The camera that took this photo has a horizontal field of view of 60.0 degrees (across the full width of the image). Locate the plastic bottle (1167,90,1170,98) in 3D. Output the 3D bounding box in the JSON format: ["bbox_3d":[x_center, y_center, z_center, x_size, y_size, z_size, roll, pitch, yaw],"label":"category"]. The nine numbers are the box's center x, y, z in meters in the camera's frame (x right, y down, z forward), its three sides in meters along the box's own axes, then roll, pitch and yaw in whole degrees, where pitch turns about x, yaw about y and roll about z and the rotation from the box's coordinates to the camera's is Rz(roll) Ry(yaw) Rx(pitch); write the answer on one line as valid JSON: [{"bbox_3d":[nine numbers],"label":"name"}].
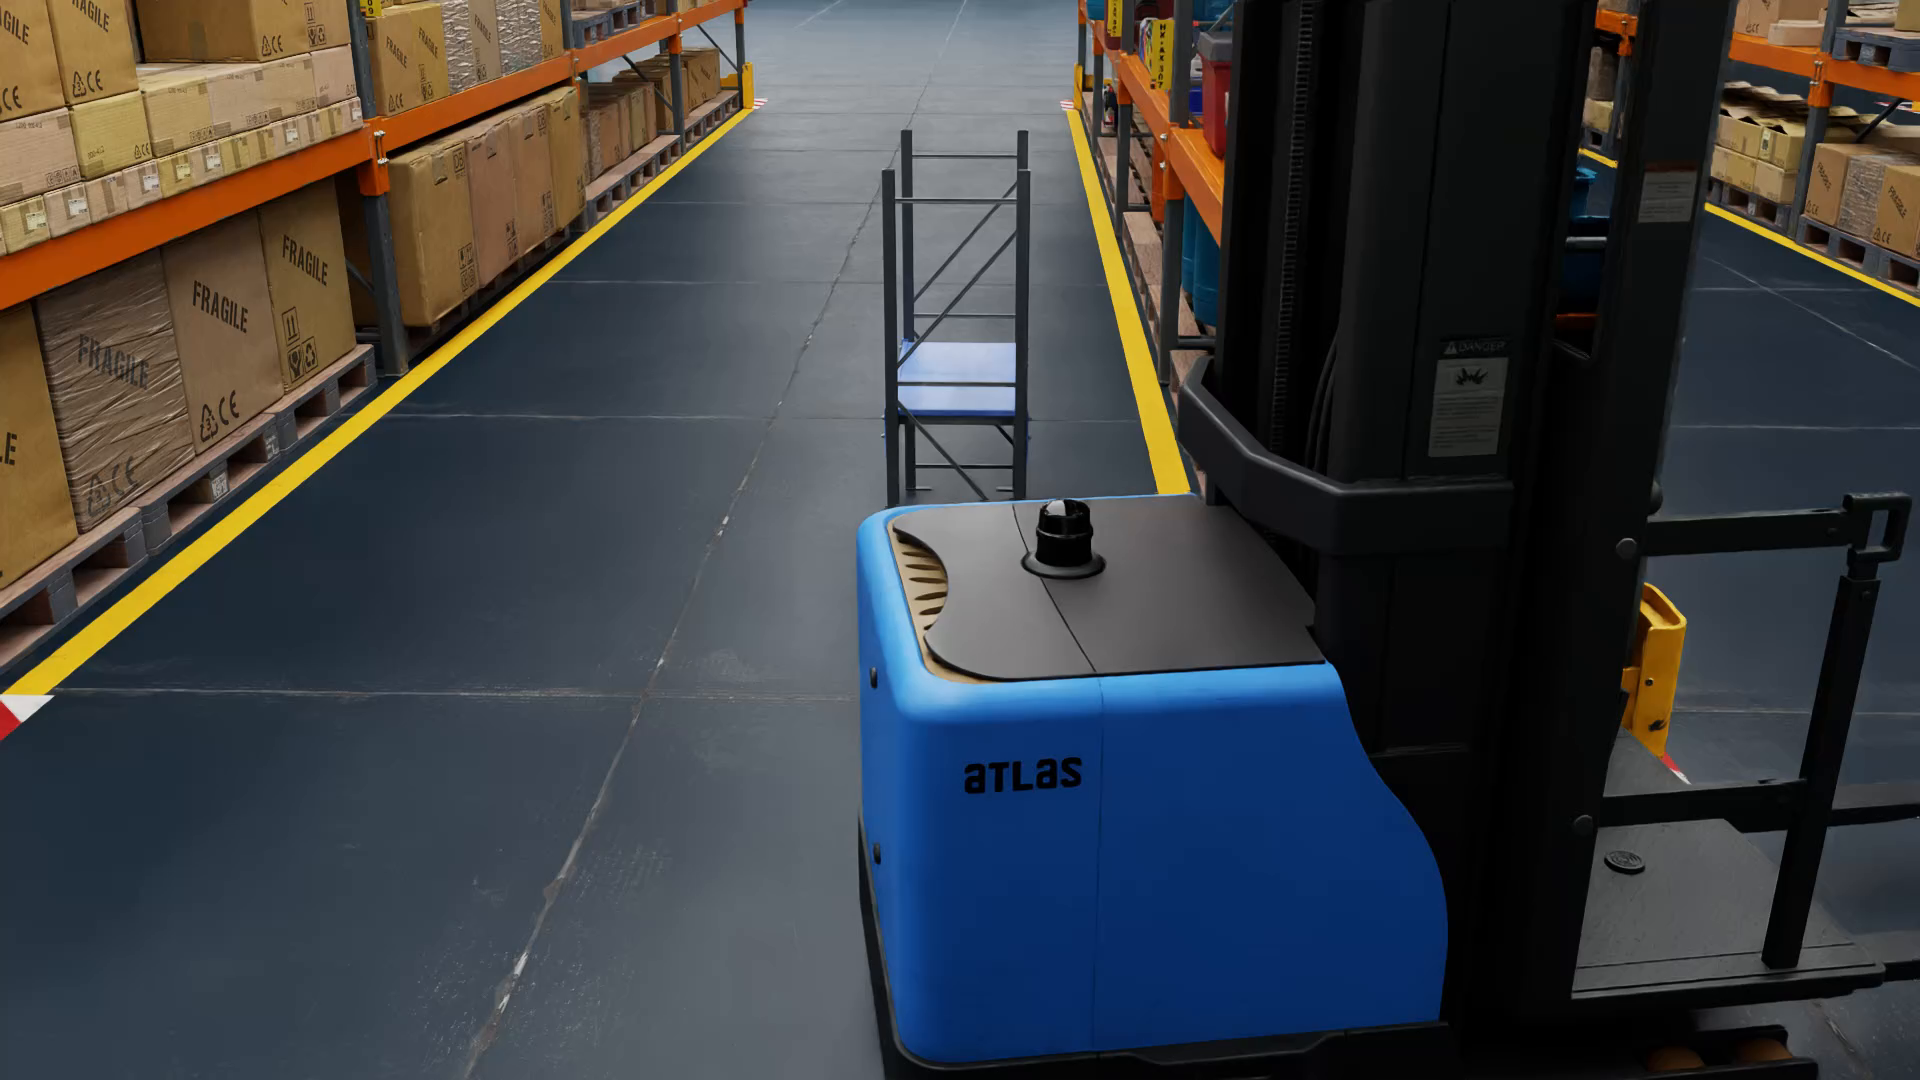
[{"bbox_3d":[1.244,-2.618,9.300,0.152,0.276,0.135,1,21,2],"label":"plastic bottle"}]

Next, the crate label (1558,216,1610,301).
[{"bbox_3d":[1.744,-0.804,4.604,0.416,0.233,0.303,1,21,2],"label":"crate label"}]

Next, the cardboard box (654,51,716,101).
[{"bbox_3d":[-3.076,-5.197,18.650,0.500,0.500,0.500,6,22,16],"label":"cardboard box"}]

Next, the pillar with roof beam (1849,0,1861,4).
[{"bbox_3d":[8.519,-11.196,22.943,9.100,9.000,0.400,1,21,2],"label":"pillar with roof beam"}]

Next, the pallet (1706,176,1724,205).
[{"bbox_3d":[6.706,-3.043,14.079,1.003,0.211,1.213,1,21,2],"label":"pallet"}]

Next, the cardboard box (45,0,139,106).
[{"bbox_3d":[-3.234,-1.780,5.730,0.500,0.500,0.500,0,21,0],"label":"cardboard box"}]

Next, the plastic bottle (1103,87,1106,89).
[{"bbox_3d":[1.508,-4.601,17.405,0.097,0.271,0.097,0,21,0],"label":"plastic bottle"}]

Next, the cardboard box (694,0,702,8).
[{"bbox_3d":[-2.824,-5.481,16.855,0.380,0.149,0.250,1,21,2],"label":"cardboard box"}]

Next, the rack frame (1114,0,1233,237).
[{"bbox_3d":[1.651,-3.661,11.818,1.000,3.000,0.127,1,21,2],"label":"rack frame"}]

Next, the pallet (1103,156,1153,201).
[{"bbox_3d":[1.753,-3.081,14.177,1.003,0.211,1.213,1,21,2],"label":"pallet"}]

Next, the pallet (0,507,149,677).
[{"bbox_3d":[-3.597,0.187,5.756,1.003,0.211,1.213,1,21,2],"label":"pallet"}]

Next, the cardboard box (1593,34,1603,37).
[{"bbox_3d":[6.591,-5.208,17.989,0.500,0.500,0.500,1,21,2],"label":"cardboard box"}]

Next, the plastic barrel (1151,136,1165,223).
[{"bbox_3d":[1.653,-2.668,11.678,0.600,0.830,0.708,1,21,2],"label":"plastic barrel"}]

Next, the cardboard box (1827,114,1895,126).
[{"bbox_3d":[6.919,-3.157,12.964,0.500,0.311,0.500,0,21,0],"label":"cardboard box"}]

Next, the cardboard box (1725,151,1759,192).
[{"bbox_3d":[6.386,-2.899,13.073,0.500,0.250,0.500,0,21,1],"label":"cardboard box"}]

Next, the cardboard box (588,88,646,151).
[{"bbox_3d":[-3.252,-3.808,15.043,0.700,0.500,0.500,1,21,1],"label":"cardboard box"}]

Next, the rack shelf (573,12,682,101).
[{"bbox_3d":[-3.239,-4.103,13.952,1.077,0.370,4.000,1,21,2],"label":"rack shelf"}]

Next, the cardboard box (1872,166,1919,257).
[{"bbox_3d":[6.272,-2.113,10.675,0.500,0.500,0.500,0,21,1],"label":"cardboard box"}]

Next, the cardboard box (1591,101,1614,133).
[{"bbox_3d":[6.519,-4.136,16.261,0.500,0.250,0.500,1,21,2],"label":"cardboard box"}]

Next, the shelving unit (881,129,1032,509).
[{"bbox_3d":[0.003,-0.730,6.337,0.538,1.500,1.048,1,21,2],"label":"shelving unit"}]

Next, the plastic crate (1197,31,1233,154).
[{"bbox_3d":[1.251,-1.953,7.243,0.402,0.464,0.583,1,21,2],"label":"plastic crate"}]

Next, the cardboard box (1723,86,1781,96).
[{"bbox_3d":[6.988,-3.889,14.851,0.500,0.311,0.500,1,21,3],"label":"cardboard box"}]

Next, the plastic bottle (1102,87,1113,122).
[{"bbox_3d":[1.510,-4.383,16.732,0.144,0.351,0.185,0,21,-1],"label":"plastic bottle"}]

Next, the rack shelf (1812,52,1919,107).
[{"bbox_3d":[6.541,-2.547,9.941,1.077,0.370,4.000,1,21,2],"label":"rack shelf"}]

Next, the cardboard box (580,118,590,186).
[{"bbox_3d":[-3.299,-2.998,12.956,0.700,0.500,0.500,0,21,-1],"label":"cardboard box"}]

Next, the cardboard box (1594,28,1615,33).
[{"bbox_3d":[7.126,-5.564,18.907,0.500,0.500,0.500,1,21,2],"label":"cardboard box"}]

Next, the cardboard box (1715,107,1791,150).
[{"bbox_3d":[6.399,-3.343,13.444,0.500,0.311,0.500,0,21,1],"label":"cardboard box"}]

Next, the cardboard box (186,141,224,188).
[{"bbox_3d":[-3.151,-1.482,6.549,0.380,0.149,0.250,1,21,3],"label":"cardboard box"}]

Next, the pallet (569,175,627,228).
[{"bbox_3d":[-3.275,-2.698,13.191,1.003,0.211,1.213,1,21,2],"label":"pallet"}]

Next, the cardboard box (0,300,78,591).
[{"bbox_3d":[-3.604,-0.261,5.411,0.875,0.875,0.875,1,21,2],"label":"cardboard box"}]

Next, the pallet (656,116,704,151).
[{"bbox_3d":[-3.193,-4.105,16.817,1.003,0.211,1.213,1,21,2],"label":"pallet"}]

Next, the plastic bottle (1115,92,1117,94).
[{"bbox_3d":[1.635,-4.526,17.194,0.061,0.283,0.133,1,21,2],"label":"plastic bottle"}]

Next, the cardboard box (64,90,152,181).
[{"bbox_3d":[-3.231,-1.432,5.869,0.500,0.250,0.500,0,21,0],"label":"cardboard box"}]

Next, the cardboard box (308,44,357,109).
[{"bbox_3d":[-3.173,-2.176,7.786,0.500,0.250,0.500,0,21,1],"label":"cardboard box"}]

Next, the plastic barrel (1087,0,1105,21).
[{"bbox_3d":[1.458,-5.205,15.103,0.600,0.901,0.708,1,21,2],"label":"plastic barrel"}]

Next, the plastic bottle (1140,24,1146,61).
[{"bbox_3d":[1.284,-3.407,11.340,0.097,0.271,0.097,0,21,0],"label":"plastic bottle"}]

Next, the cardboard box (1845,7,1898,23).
[{"bbox_3d":[6.656,-3.695,12.028,0.500,0.311,0.500,2,21,5],"label":"cardboard box"}]

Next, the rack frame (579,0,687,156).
[{"bbox_3d":[-3.178,-5.162,15.686,1.000,3.000,0.127,1,21,2],"label":"rack frame"}]

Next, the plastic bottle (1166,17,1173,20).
[{"bbox_3d":[1.467,-3.449,11.442,0.152,0.276,0.135,1,21,2],"label":"plastic bottle"}]

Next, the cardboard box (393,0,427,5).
[{"bbox_3d":[-3.378,-3.263,9.266,0.797,0.503,0.637,1,21,2],"label":"cardboard box"}]

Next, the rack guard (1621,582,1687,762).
[{"bbox_3d":[1.420,0.405,4.793,1.175,0.500,0.348,1,21,2],"label":"rack guard"}]

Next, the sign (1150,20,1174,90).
[{"bbox_3d":[0.979,-2.351,8.058,0.100,0.325,0.005,1,21,2],"label":"sign"}]

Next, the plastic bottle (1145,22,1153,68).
[{"bbox_3d":[1.251,-3.239,10.890,0.061,0.283,0.133,1,21,2],"label":"plastic bottle"}]

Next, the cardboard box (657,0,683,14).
[{"bbox_3d":[-2.871,-5.119,15.923,0.380,0.149,0.250,1,21,2],"label":"cardboard box"}]

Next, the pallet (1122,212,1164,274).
[{"bbox_3d":[1.668,-2.076,11.587,1.003,0.211,1.213,1,21,2],"label":"pallet"}]

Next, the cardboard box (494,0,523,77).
[{"bbox_3d":[-3.101,-3.213,10.525,0.500,0.500,0.500,0,21,0],"label":"cardboard box"}]

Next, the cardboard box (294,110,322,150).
[{"bbox_3d":[-3.119,-1.853,7.504,0.380,0.149,0.250,0,21,1],"label":"cardboard box"}]

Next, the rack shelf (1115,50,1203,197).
[{"bbox_3d":[1.590,-2.603,10.085,1.077,0.370,4.000,1,21,2],"label":"rack shelf"}]

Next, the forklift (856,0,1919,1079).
[{"bbox_3d":[1.314,-0.343,3.360,3.031,2.935,1.130,-3,21,-7],"label":"forklift"}]

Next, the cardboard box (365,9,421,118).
[{"bbox_3d":[-3.158,-2.480,8.635,0.500,0.500,0.500,1,21,2],"label":"cardboard box"}]

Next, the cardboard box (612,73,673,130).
[{"bbox_3d":[-3.126,-4.337,16.434,0.500,0.500,0.500,0,21,0],"label":"cardboard box"}]

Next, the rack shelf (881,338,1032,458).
[{"bbox_3d":[0.003,-0.562,6.402,0.538,0.185,1.000,1,21,2],"label":"rack shelf"}]

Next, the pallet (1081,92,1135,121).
[{"bbox_3d":[1.909,-4.932,18.948,1.003,0.211,1.213,1,21,2],"label":"pallet"}]

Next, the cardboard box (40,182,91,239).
[{"bbox_3d":[-3.182,-1.110,5.591,0.380,0.149,0.250,0,21,1],"label":"cardboard box"}]

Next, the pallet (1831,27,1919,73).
[{"bbox_3d":[6.651,-3.270,11.075,1.213,0.211,1.003,1,21,2],"label":"pallet"}]

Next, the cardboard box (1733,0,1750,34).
[{"bbox_3d":[6.652,-4.449,13.711,0.500,0.500,0.500,1,21,2],"label":"cardboard box"}]

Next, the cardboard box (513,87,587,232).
[{"bbox_3d":[-3.342,-2.672,11.625,1.225,0.875,0.875,0,21,-1],"label":"cardboard box"}]
